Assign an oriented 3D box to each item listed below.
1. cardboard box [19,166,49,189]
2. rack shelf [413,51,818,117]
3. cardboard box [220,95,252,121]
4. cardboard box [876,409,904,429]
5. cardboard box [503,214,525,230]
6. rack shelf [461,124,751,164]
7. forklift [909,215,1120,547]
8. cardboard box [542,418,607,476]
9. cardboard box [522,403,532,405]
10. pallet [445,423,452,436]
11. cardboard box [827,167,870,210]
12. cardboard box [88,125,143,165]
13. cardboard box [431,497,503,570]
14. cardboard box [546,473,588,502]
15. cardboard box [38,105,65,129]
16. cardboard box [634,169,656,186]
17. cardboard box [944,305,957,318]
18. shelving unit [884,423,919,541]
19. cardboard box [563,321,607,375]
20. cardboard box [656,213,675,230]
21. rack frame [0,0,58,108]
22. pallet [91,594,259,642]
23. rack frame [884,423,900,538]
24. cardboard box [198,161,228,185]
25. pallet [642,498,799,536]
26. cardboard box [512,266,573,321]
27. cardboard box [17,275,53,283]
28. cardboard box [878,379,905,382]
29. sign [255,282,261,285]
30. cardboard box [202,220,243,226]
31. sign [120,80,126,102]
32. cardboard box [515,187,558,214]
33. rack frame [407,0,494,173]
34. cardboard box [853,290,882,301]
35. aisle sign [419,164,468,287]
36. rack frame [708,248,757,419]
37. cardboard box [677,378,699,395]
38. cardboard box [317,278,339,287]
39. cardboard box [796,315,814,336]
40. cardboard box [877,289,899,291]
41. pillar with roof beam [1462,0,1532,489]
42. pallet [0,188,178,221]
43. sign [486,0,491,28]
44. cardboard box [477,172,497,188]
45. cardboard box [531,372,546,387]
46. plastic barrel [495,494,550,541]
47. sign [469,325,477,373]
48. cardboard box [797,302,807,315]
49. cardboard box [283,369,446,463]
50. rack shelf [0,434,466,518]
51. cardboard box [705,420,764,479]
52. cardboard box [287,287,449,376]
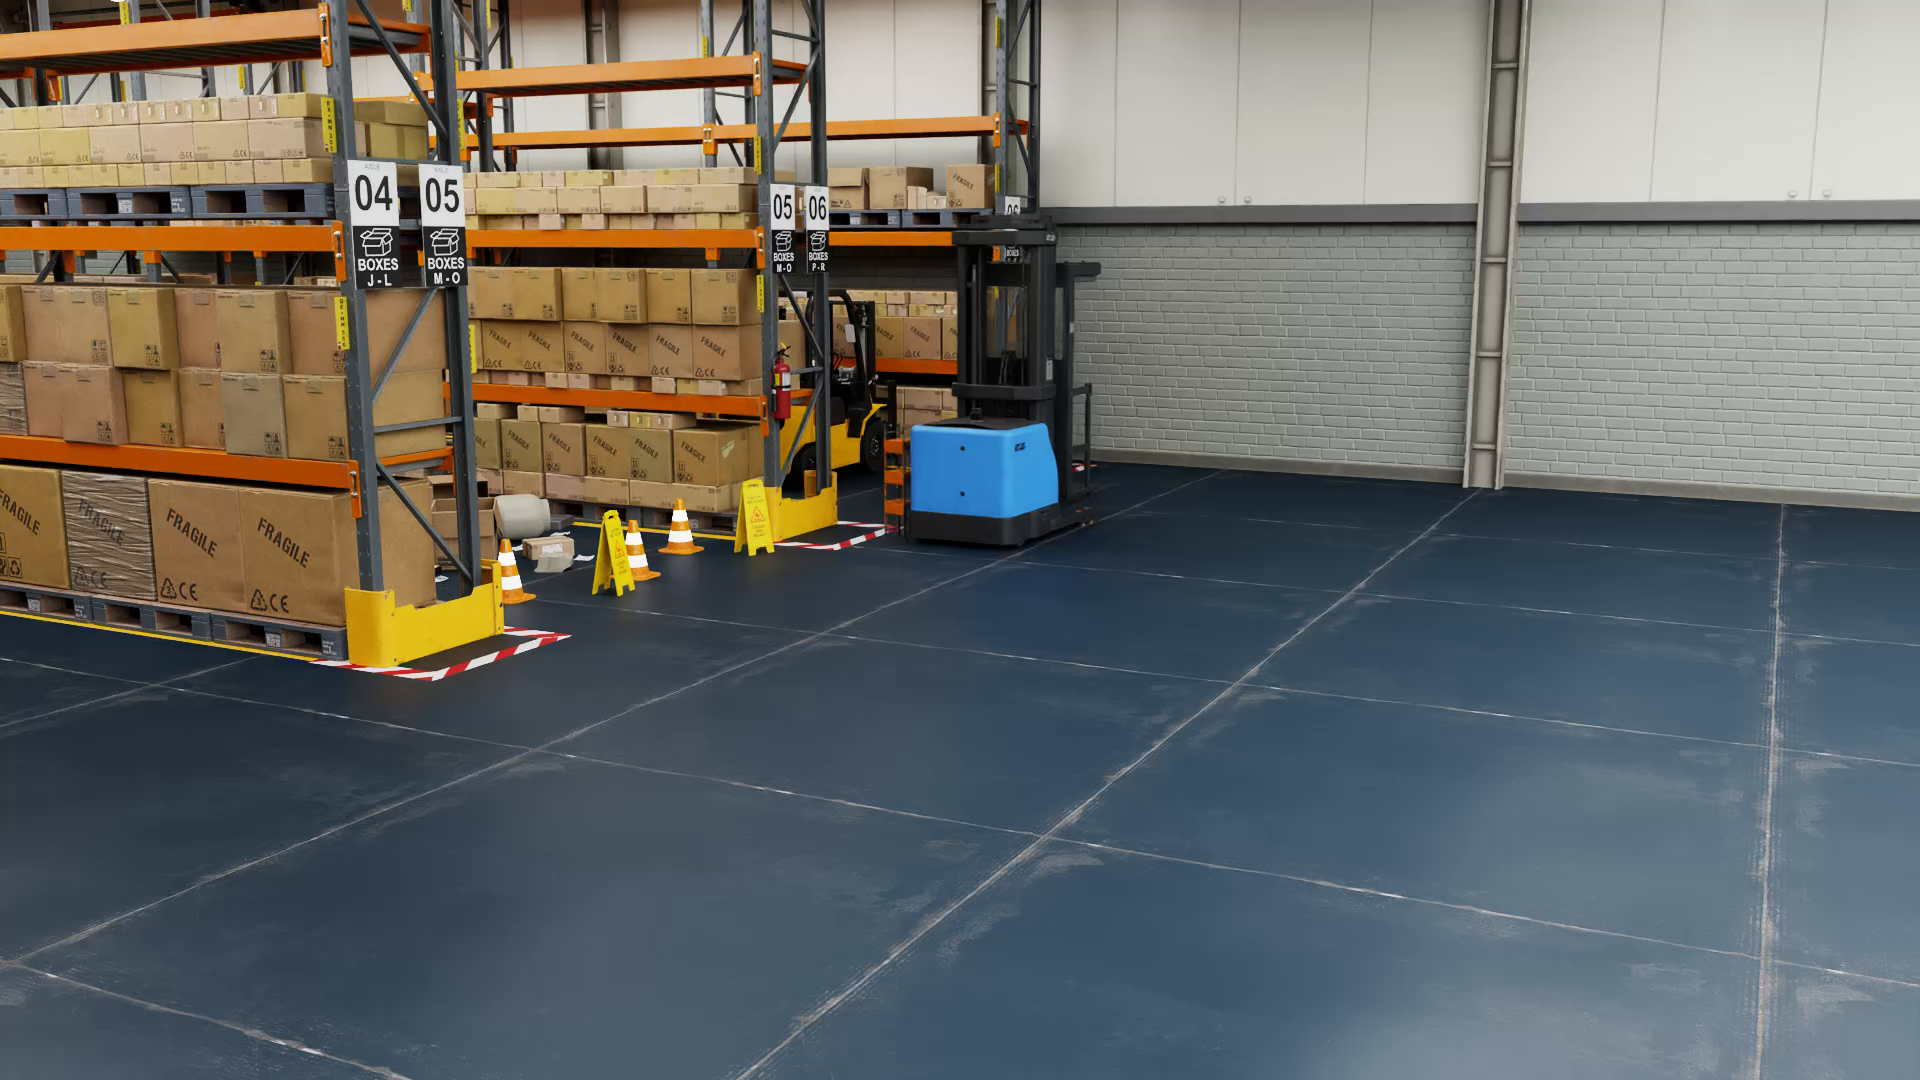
[{"bbox_3d":[-6.342,-2.536,11.664,0.250,0.149,0.380,5,11,25],"label":"cardboard box"},{"bbox_3d":[-3.305,-4.308,15.815,4.000,0.370,1.077,5,11,26],"label":"rack shelf"},{"bbox_3d":[-4.517,-2.769,10.709,0.250,0.149,0.380,5,12,27],"label":"cardboard box"},{"bbox_3d":[-0.811,-1.514,20.329,0.500,0.250,0.500,5,11,25],"label":"cardboard box"},{"bbox_3d":[-4.240,-3.100,16.241,0.250,0.149,0.380,5,12,28],"label":"cardboard box"},{"bbox_3d":[-4.700,-5.221,21.974,4.000,0.370,1.077,5,11,26],"label":"rack shelf"},{"bbox_3d":[0.666,-1.601,15.864,1.130,2.935,3.031,5,12,27],"label":"forklift"},{"bbox_3d":[-3.740,-0.921,16.351,0.500,0.500,0.500,6,12,29],"label":"cardboard box"},{"bbox_3d":[-5.940,-1.964,23.170,0.625,0.625,0.875,5,12,28],"label":"cardboard box"},{"bbox_3d":[-7.146,-1.670,23.886,1.213,0.211,1.003,5,11,26],"label":"pallet"},{"bbox_3d":[-1.206,-4.275,20.274,0.637,0.503,0.797,5,12,28],"label":"cardboard box"},{"bbox_3d":[-5.524,-2.673,11.300,0.500,0.250,0.500,5,11,26],"label":"cardboard box"},{"bbox_3d":[-4.207,-0.060,14.167,0.637,0.503,0.797,-2,11,-14],"label":"cardboard box"},{"bbox_3d":[-3.729,-0.552,16.417,0.500,0.250,0.500,5,11,25],"label":"cardboard box"},{"bbox_3d":[-6.107,-2.908,11.481,0.250,0.149,0.380,5,11,26],"label":"cardboard box"},{"bbox_3d":[-2.818,-3.371,15.495,0.250,0.149,0.380,5,11,26],"label":"cardboard box"},{"bbox_3d":[0.004,-2.713,19.718,0.250,0.149,0.380,5,12,27],"label":"cardboard box"},{"bbox_3d":[-0.535,-0.534,15.250,0.252,1.050,0.215,9,14,41],"label":"shelving unit"},{"bbox_3d":[-3.461,-1.872,16.052,0.500,0.500,0.500,5,11,26],"label":"cardboard box"},{"bbox_3d":[-2.614,-2.961,15.472,0.250,0.149,0.380,5,11,26],"label":"cardboard box"},{"bbox_3d":[-7.199,-4.023,12.209,0.127,3.000,1.000,5,11,26],"label":"rack frame"},{"bbox_3d":[-5.453,0.470,12.062,1.213,0.211,1.003,5,11,26],"label":"pallet"},{"bbox_3d":[-0.625,-0.548,15.330,0.008,1.050,0.200,9,14,41],"label":"rack frame"},{"bbox_3d":[-4.742,-2.396,10.889,0.250,0.149,0.380,5,11,26],"label":"cardboard box"},{"bbox_3d":[-2.293,-0.258,16.080,1.213,0.211,1.003,5,11,26],"label":"pallet"},{"bbox_3d":[-3.914,-2.400,16.164,0.500,0.500,0.700,5,11,25],"label":"cardboard box"},{"bbox_3d":[-10.622,-2.845,19.459,0.500,0.500,0.500,5,11,25],"label":"cardboard box"},{"bbox_3d":[-1.016,-1.882,20.961,0.500,0.250,0.500,5,11,25],"label":"cardboard box"},{"bbox_3d":[-10.313,-3.631,24.461,0.005,0.325,0.100,5,11,26],"label":"sign"},{"bbox_3d":[-7.841,-3.633,18.200,0.500,0.500,0.700,5,11,26],"label":"cardboard box"},{"bbox_3d":[-13.404,-7.185,26.612,0.005,0.325,0.100,5,11,26],"label":"sign"},{"bbox_3d":[-3.915,-3.259,15.996,0.500,0.250,0.500,5,11,26],"label":"cardboard box"},{"bbox_3d":[-5.099,-4.821,16.621,0.127,3.000,1.000,5,11,26],"label":"rack frame"},{"bbox_3d":[-1.111,-2.976,20.335,0.250,0.149,0.380,5,11,27],"label":"cardboard box"},{"bbox_3d":[-3.415,-2.077,11.004,0.004,0.787,0.394,5,11,26],"label":"aisle sign"},{"bbox_3d":[-2.906,-2.662,21.538,0.127,3.000,1.000,5,11,26],"label":"rack frame"},{"bbox_3d":[-2.439,-1.452,15.554,0.250,0.149,0.380,5,11,25],"label":"cardboard box"},{"bbox_3d":[-6.493,-2.661,17.414,0.250,0.149,0.380,4,11,23],"label":"cardboard box"},{"bbox_3d":[-1.695,-2.557,20.673,0.500,0.500,0.500,5,11,25],"label":"cardboard box"},{"bbox_3d":[-0.900,-3.049,20.736,0.250,0.149,0.380,5,11,26],"label":"cardboard box"},{"bbox_3d":[3.931,-4.338,13.949,0.400,9.000,9.100,5,11,26],"label":"pillar with roof beam"},{"bbox_3d":[-6.469,-2.437,12.119,1.213,0.211,1.003,5,11,26],"label":"pallet"},{"bbox_3d":[-4.842,-5.405,17.002,0.005,0.325,0.100,5,11,26],"label":"sign"},{"bbox_3d":[-4.482,-3.499,16.204,0.250,0.149,0.380,5,11,24],"label":"cardboard box"},{"bbox_3d":[-3.998,-1.601,16.378,0.250,0.149,0.380,5,11,26],"label":"cardboard box"},{"bbox_3d":[-4.034,-0.207,15.207,0.512,0.421,0.421,-4,11,-23],"label":"plastic barrel"},{"bbox_3d":[-3.360,-1.309,11.405,0.005,0.325,0.100,5,11,26],"label":"sign"},{"bbox_3d":[-1.835,-2.875,20.611,0.250,0.149,0.380,5,11,25],"label":"cardboard box"},{"bbox_3d":[-3.964,-0.851,11.110,0.550,0.550,0.875,5,11,26],"label":"cardboard box"},{"bbox_3d":[-5.405,-0.559,11.937,4.000,0.370,1.077,5,11,26],"label":"rack shelf"},{"bbox_3d":[-2.134,-0.886,16.160,0.500,0.500,0.500,5,11,24],"label":"cardboard box"},{"bbox_3d":[-3.927,-1.396,11.088,0.550,0.550,0.875,5,11,26],"label":"cardboard box"}]
